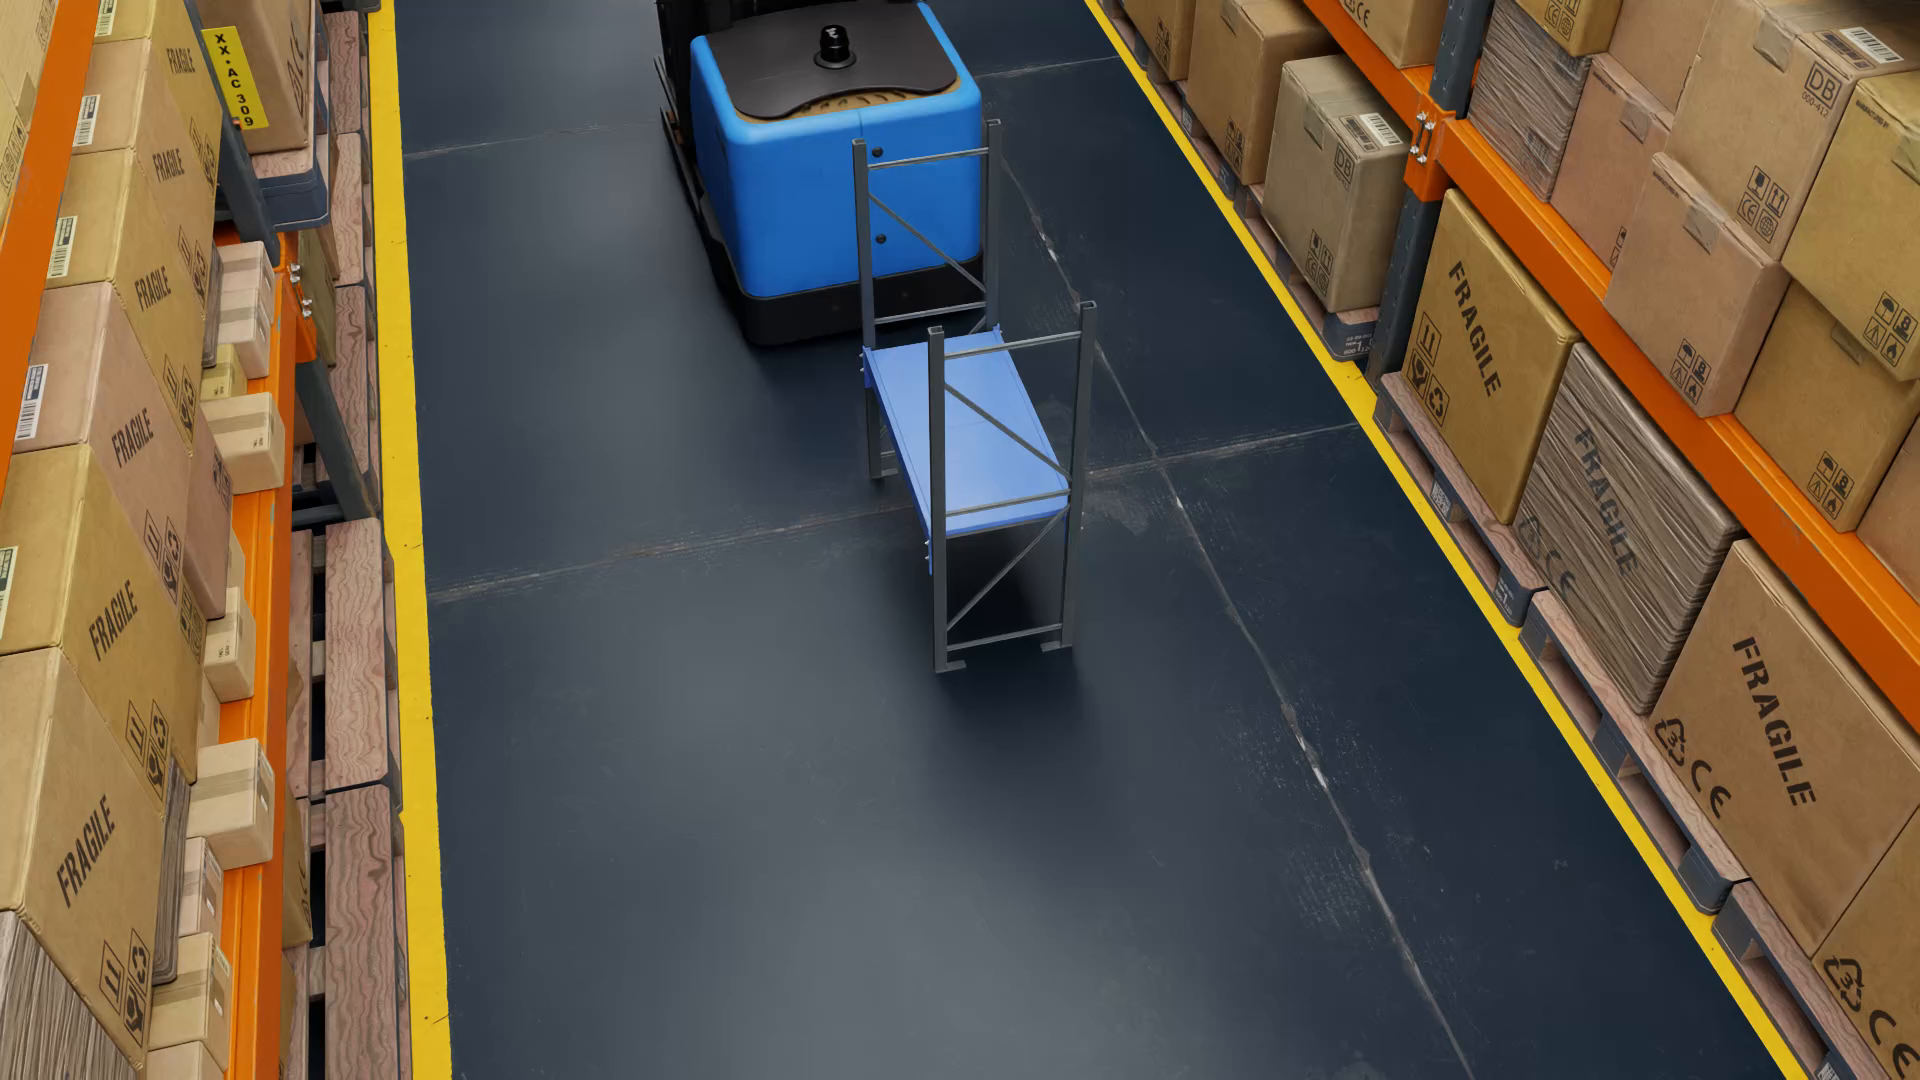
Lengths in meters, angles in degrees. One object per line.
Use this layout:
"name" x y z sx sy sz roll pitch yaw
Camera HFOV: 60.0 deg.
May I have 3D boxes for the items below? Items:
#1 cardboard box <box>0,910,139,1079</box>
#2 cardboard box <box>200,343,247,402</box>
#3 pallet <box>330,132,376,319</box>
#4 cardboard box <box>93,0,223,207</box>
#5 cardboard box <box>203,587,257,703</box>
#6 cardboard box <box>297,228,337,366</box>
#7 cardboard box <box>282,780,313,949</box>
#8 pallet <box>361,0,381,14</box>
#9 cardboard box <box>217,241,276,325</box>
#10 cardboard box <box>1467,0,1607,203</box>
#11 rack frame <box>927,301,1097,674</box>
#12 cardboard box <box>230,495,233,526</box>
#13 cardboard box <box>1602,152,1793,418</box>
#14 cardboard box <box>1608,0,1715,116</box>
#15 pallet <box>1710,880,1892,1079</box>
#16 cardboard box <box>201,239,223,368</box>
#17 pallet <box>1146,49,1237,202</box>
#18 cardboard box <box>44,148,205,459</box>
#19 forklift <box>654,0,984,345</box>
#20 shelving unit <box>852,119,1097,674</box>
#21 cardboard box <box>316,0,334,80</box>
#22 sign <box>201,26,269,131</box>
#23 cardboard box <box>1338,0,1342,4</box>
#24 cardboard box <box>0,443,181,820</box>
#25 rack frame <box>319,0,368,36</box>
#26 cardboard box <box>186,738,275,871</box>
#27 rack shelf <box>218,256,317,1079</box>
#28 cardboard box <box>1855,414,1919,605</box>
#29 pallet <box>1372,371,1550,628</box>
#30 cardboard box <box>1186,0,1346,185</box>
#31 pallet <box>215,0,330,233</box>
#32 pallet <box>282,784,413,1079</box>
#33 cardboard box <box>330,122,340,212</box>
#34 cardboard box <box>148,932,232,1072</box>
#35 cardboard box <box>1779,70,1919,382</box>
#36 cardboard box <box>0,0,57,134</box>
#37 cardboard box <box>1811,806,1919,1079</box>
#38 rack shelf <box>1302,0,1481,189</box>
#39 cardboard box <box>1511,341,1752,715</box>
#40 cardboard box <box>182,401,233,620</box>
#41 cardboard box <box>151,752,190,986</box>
"cardboard box" -1.497 0.904 2.285 0.500 0.500 0.500 -11 47 -10
"cardboard box" -2.244 -0.398 4.716 0.380 0.149 0.250 -11 47 -10
"pallet" -3.160 -1.344 7.419 1.003 0.211 1.213 -11 47 -10
"cardboard box" -2.262 -1.167 4.315 0.500 0.500 0.500 -11 47 -10
"cardboard box" -1.935 0.282 4.049 0.380 0.149 0.250 -11 47 -10
"cardboard box" -2.884 -0.978 6.551 0.700 0.500 0.500 -11 47 -11
"cardboard box" -2.191 0.881 4.742 0.500 0.500 0.500 -15 47 -14
"pallet" -3.797 -3.282 9.319 1.003 0.211 1.213 -11 47 -10
"cardboard box" -2.304 -0.756 5.066 0.380 0.149 0.250 -11 47 -10
"cardboard box" 2.283 -1.576 5.589 0.875 0.550 0.550 -11 47 -10
"rack frame" 0.152 -0.115 5.313 0.500 1.500 0.032 -11 47 -10
"cardboard box" -2.135 -0.049 4.374 0.380 0.149 0.250 -11 47 -10
"cardboard box" 2.470 -0.806 4.834 0.875 0.550 0.550 -11 47 -10
"cardboard box" 2.491 -1.587 4.844 0.875 0.550 0.550 -11 47 -10
"pallet" 2.921 1.424 4.706 1.003 0.211 1.213 -11 47 -10
"cardboard box" -2.588 -0.756 4.612 0.875 0.500 0.500 -11 47 -10
"pallet" 1.591 -2.162 8.221 1.003 0.211 1.213 -11 47 -10
"cardboard box" -2.006 -0.477 3.639 0.500 0.500 0.500 -11 47 -10
"forklift" -0.825 -2.912 7.052 1.130 2.935 3.031 -13 47 -12
"shelving unit" 0.022 -0.466 5.657 0.538 1.500 1.048 -11 47 -10
"cardboard box" -3.477 -2.520 8.062 0.700 0.500 0.500 -13 47 -12
"sign" -2.121 -1.346 4.863 0.100 0.325 0.005 -11 47 -10
"cardboard box" 1.656 -2.471 6.501 0.500 0.500 0.500 -11 47 -11
"cardboard box" -1.748 0.213 2.963 0.500 0.500 0.500 -11 47 -10
"rack frame" -3.668 -3.700 7.776 1.000 3.000 0.127 -11 47 -10
"cardboard box" -1.752 0.617 3.721 0.380 0.149 0.250 -11 47 -10
"rack shelf" -2.132 0.694 3.973 1.077 0.370 4.000 -11 47 -10
"cardboard box" 2.878 -0.100 4.143 0.875 0.550 0.550 -11 47 -10
"pallet" 2.296 -0.260 6.357 1.003 0.211 1.213 -11 47 -10
"cardboard box" 1.688 -2.214 7.601 1.050 0.750 0.750 -11 47 -10
"pallet" -2.699 -1.426 5.681 1.003 0.211 1.213 -11 47 -10
"pallet" -2.122 1.339 4.790 1.003 0.211 1.213 -11 47 -10
"cardboard box" -3.171 -1.750 7.307 0.700 0.500 0.500 -7 46 -7
"cardboard box" -1.698 0.977 3.369 0.380 0.149 0.250 -11 47 -10
"cardboard box" 2.640 -0.824 4.096 0.875 0.550 0.500 -11 47 -10
"cardboard box" -2.015 -0.956 3.091 0.500 0.250 0.500 -11 47 -11
"cardboard box" 2.963 1.127 4.239 0.875 0.875 0.875 -10 47 -10
"rack shelf" 1.665 -2.905 7.500 1.077 0.370 4.000 -11 47 -10
"cardboard box" 2.505 -0.110 5.451 0.875 0.875 0.875 -10 46 -10
"cardboard box" -2.269 -0.077 3.947 0.875 0.500 0.500 -11 47 -10
"cardboard box" -2.064 0.623 3.261 0.875 0.500 0.500 -11 47 -10
